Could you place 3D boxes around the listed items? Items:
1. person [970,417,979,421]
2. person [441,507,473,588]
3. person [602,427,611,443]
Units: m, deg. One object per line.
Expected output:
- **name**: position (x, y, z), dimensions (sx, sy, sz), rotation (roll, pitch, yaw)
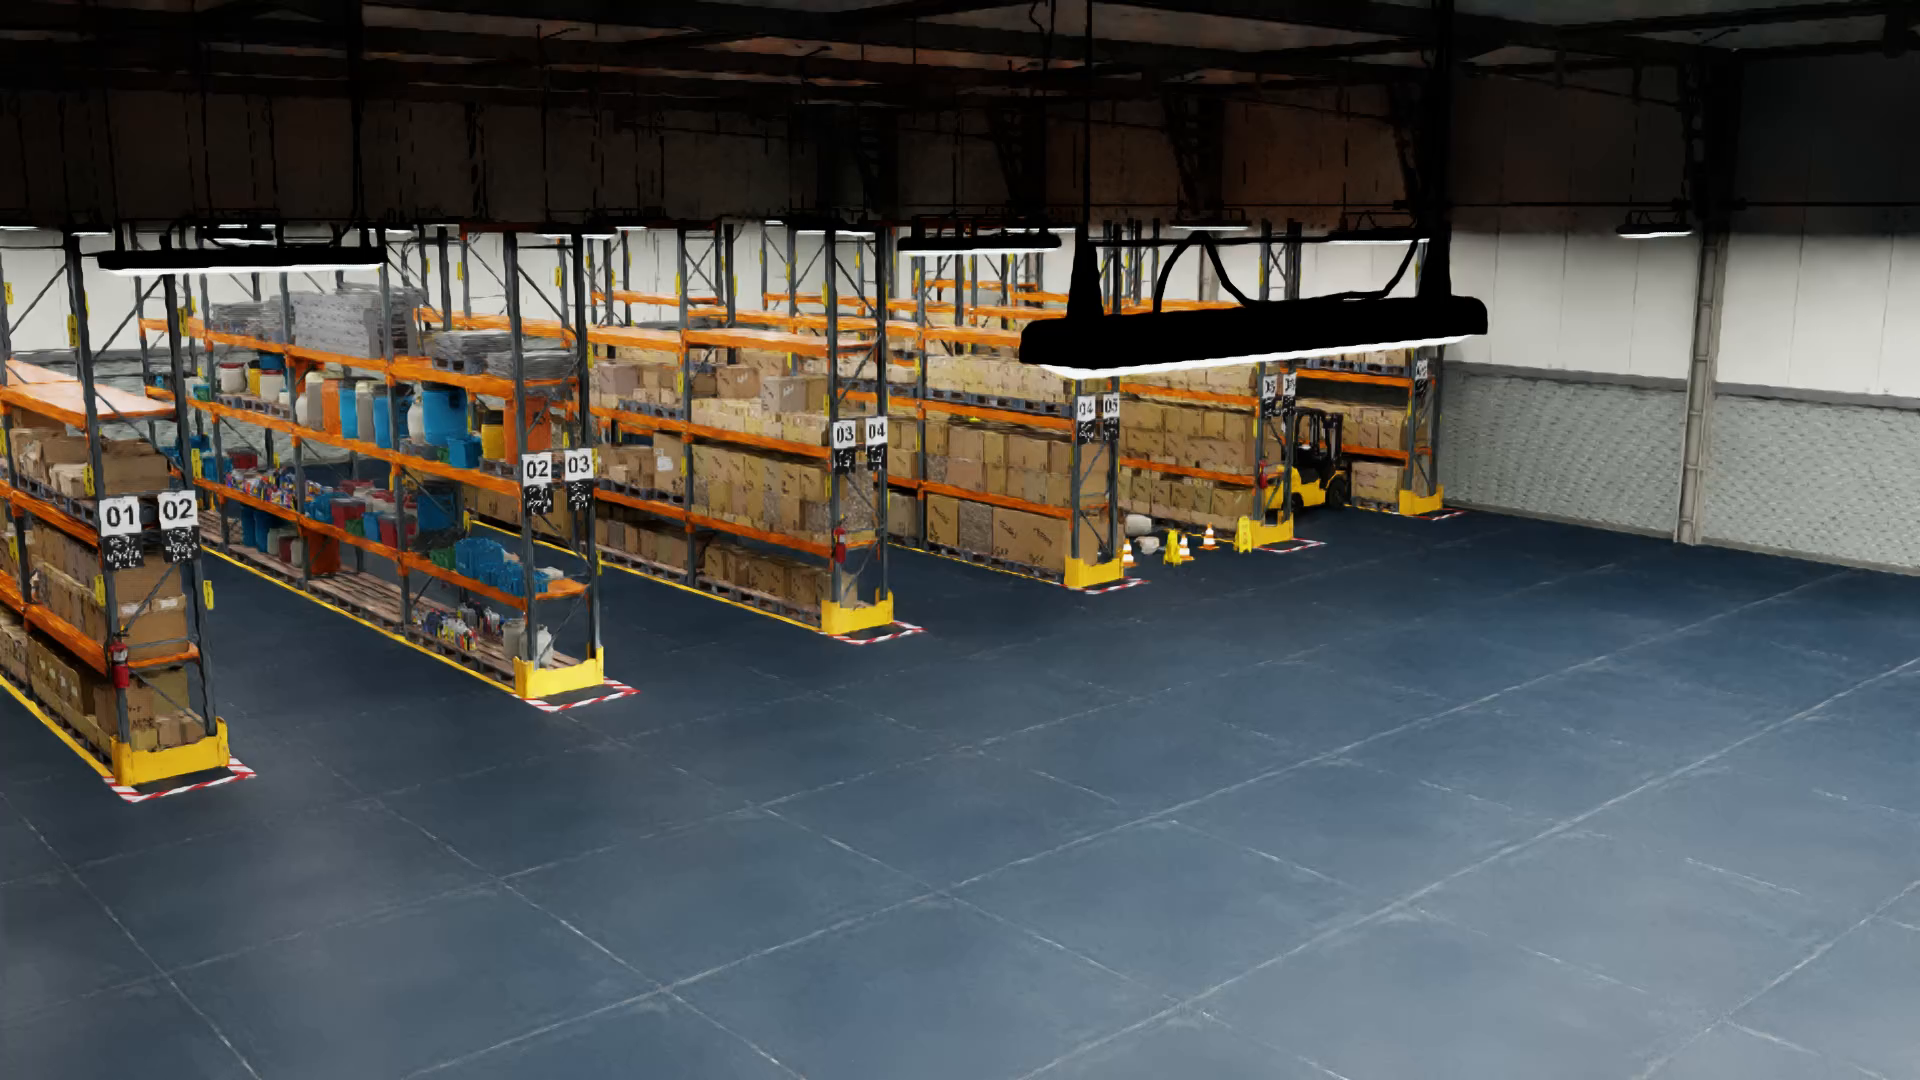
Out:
- **person**: position (0.253, -1.642, 34.125), dimensions (0.436, 1.749, 0.714), rotation (-4, 12, -17)
- **person**: position (-8.434, 0.011, 27.800), dimensions (0.592, 1.604, 0.518), rotation (-11, 16, -42)
- **person**: position (-8.988, -2.944, 42.305), dimensions (0.548, 1.648, 0.591), rotation (-1, 11, -5)
